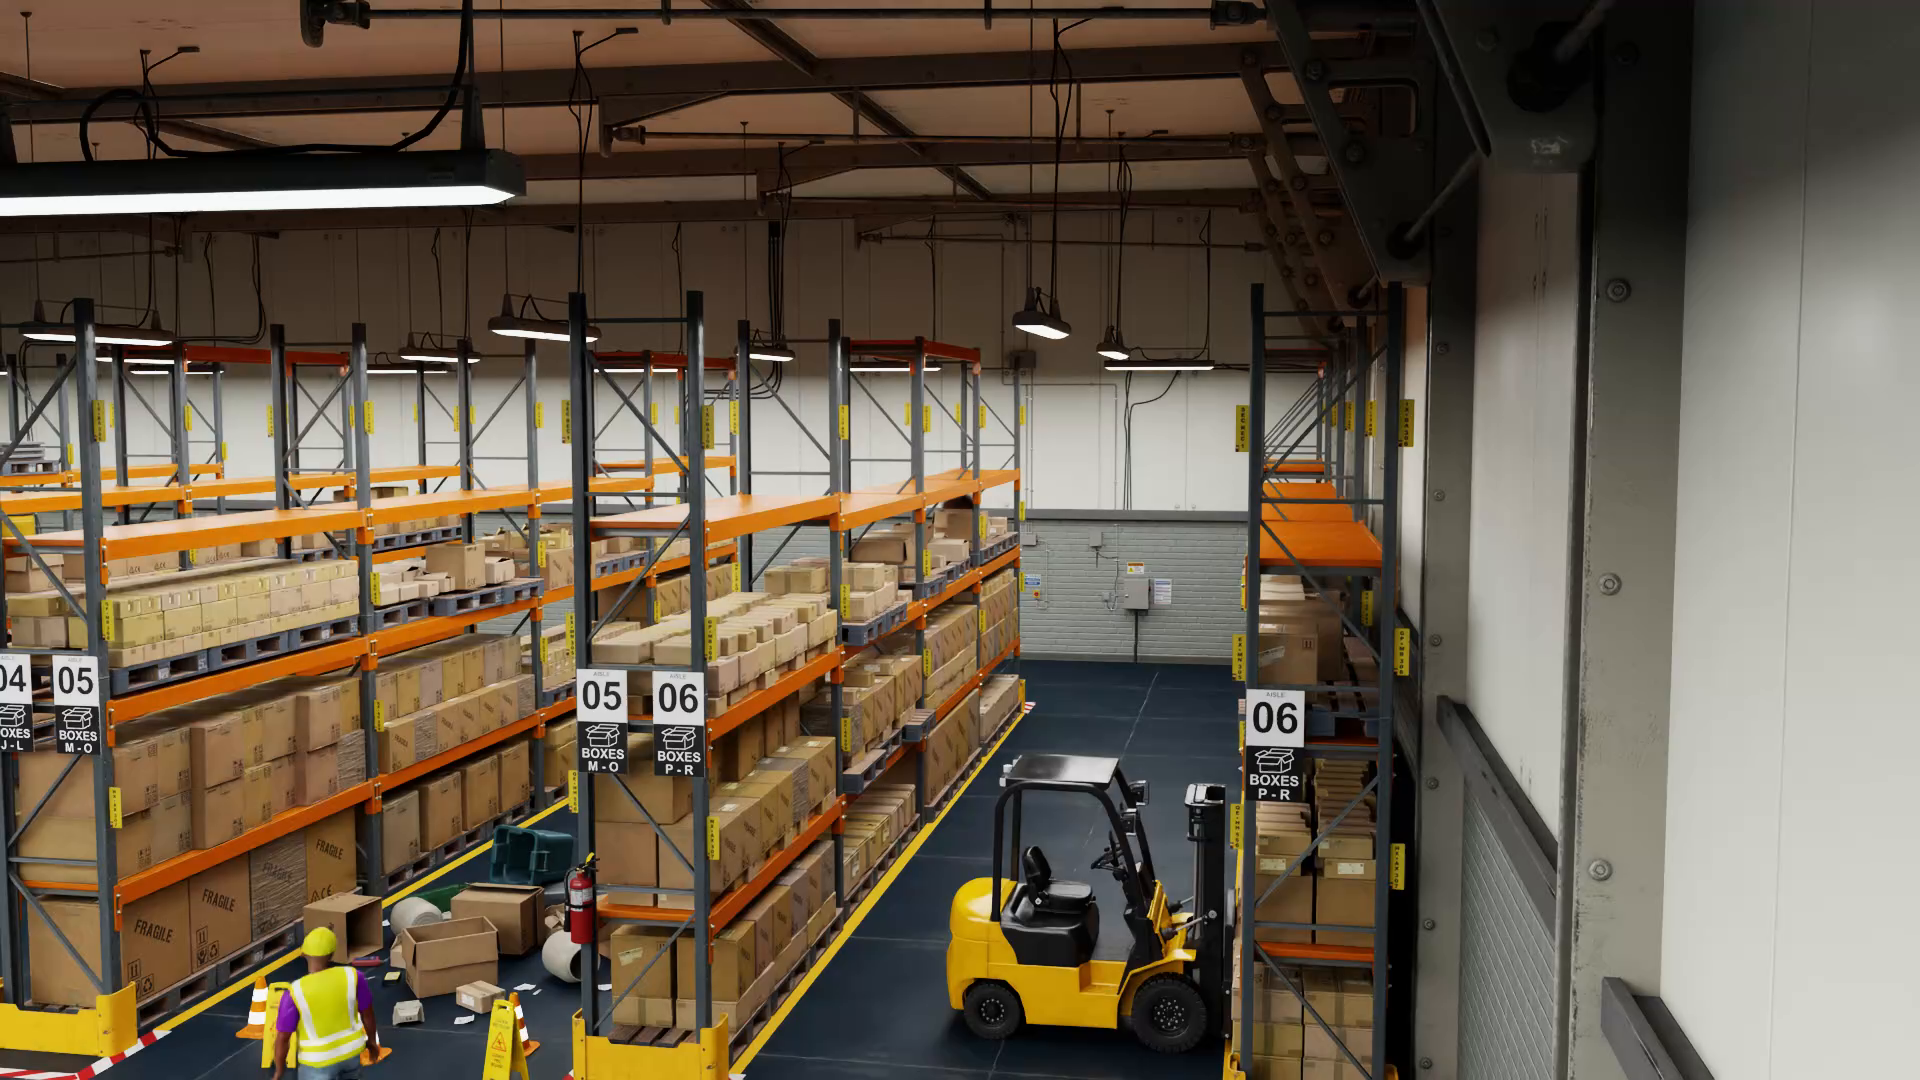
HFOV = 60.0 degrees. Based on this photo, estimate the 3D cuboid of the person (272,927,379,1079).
[{"bbox_3d":[-4.148,3.394,10.905,0.420,1.765,0.683,4,6,38],"label":"person"}]
